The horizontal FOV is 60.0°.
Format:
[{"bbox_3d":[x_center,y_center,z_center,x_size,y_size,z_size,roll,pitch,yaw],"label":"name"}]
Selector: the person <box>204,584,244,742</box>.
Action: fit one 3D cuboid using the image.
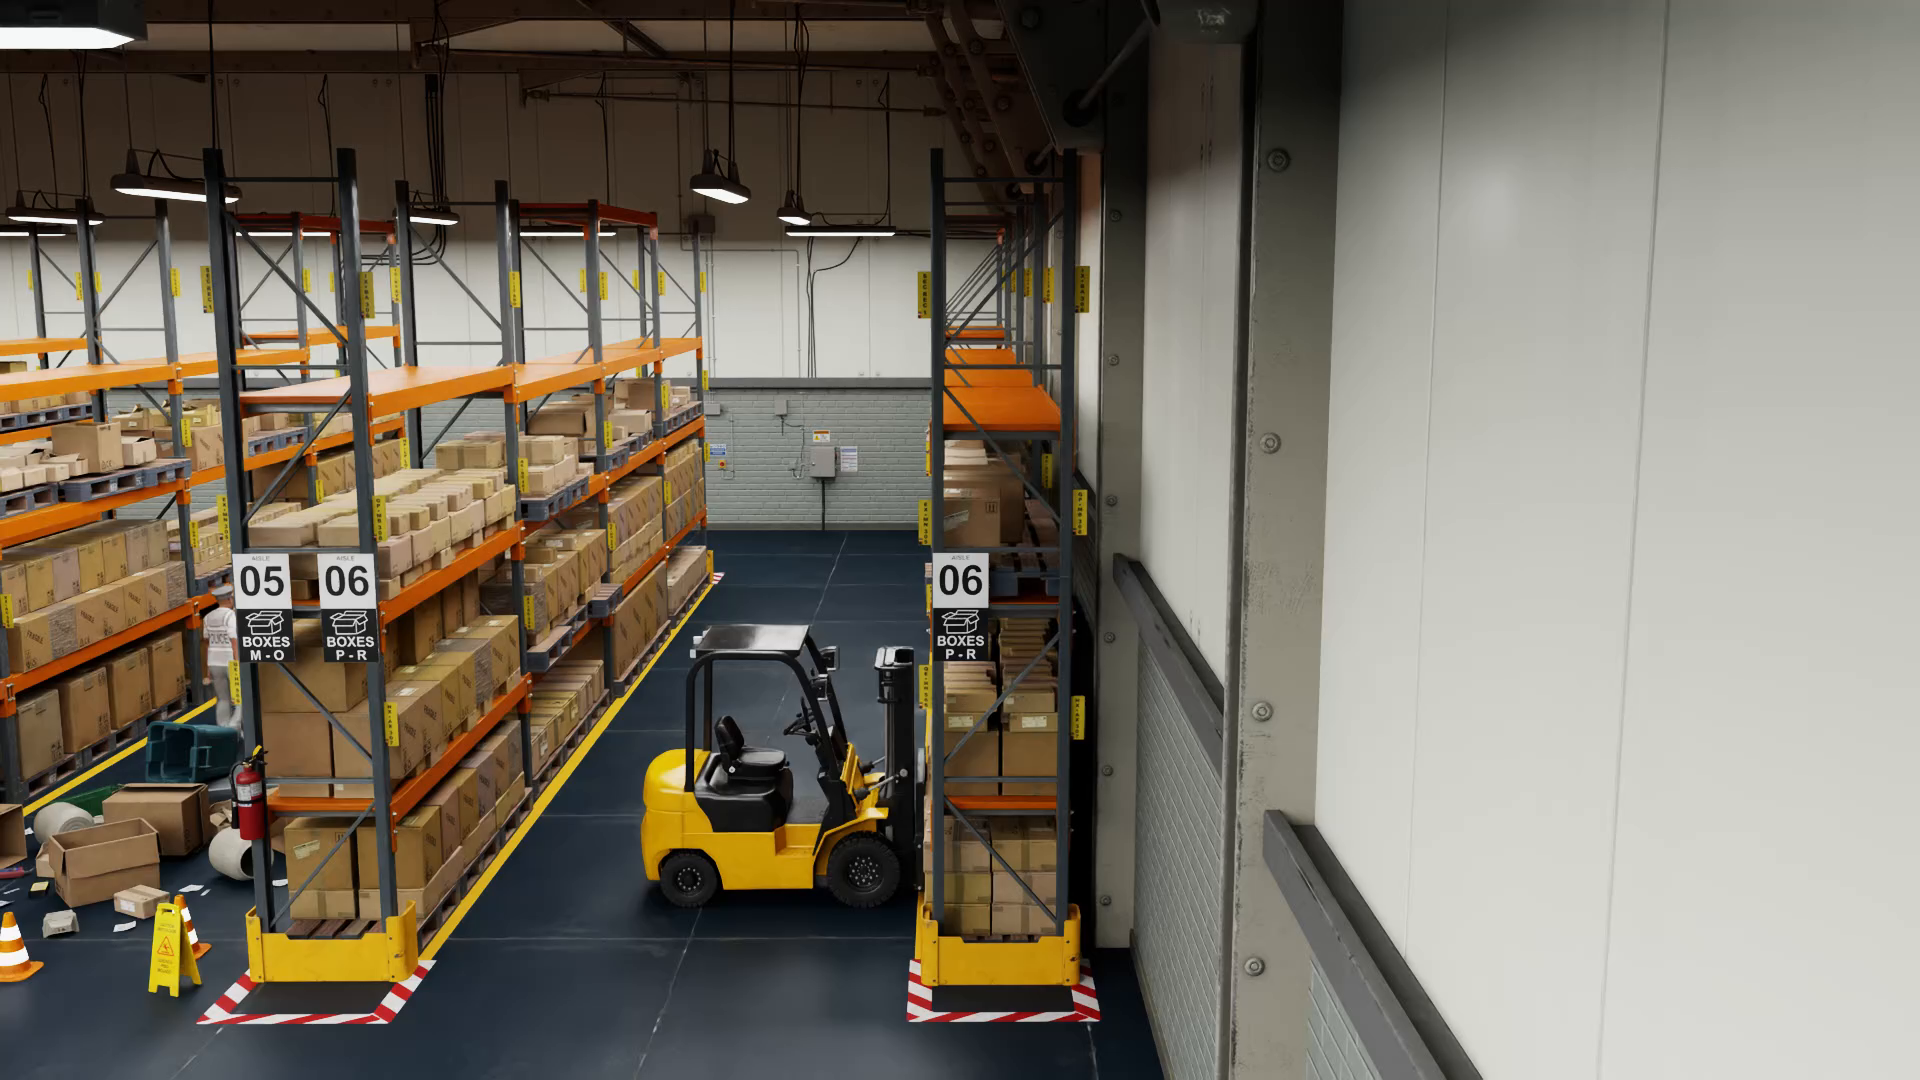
[{"bbox_3d":[-8.049,1.386,18.287,0.599,1.750,0.540,1,9,8],"label":"person"}]
